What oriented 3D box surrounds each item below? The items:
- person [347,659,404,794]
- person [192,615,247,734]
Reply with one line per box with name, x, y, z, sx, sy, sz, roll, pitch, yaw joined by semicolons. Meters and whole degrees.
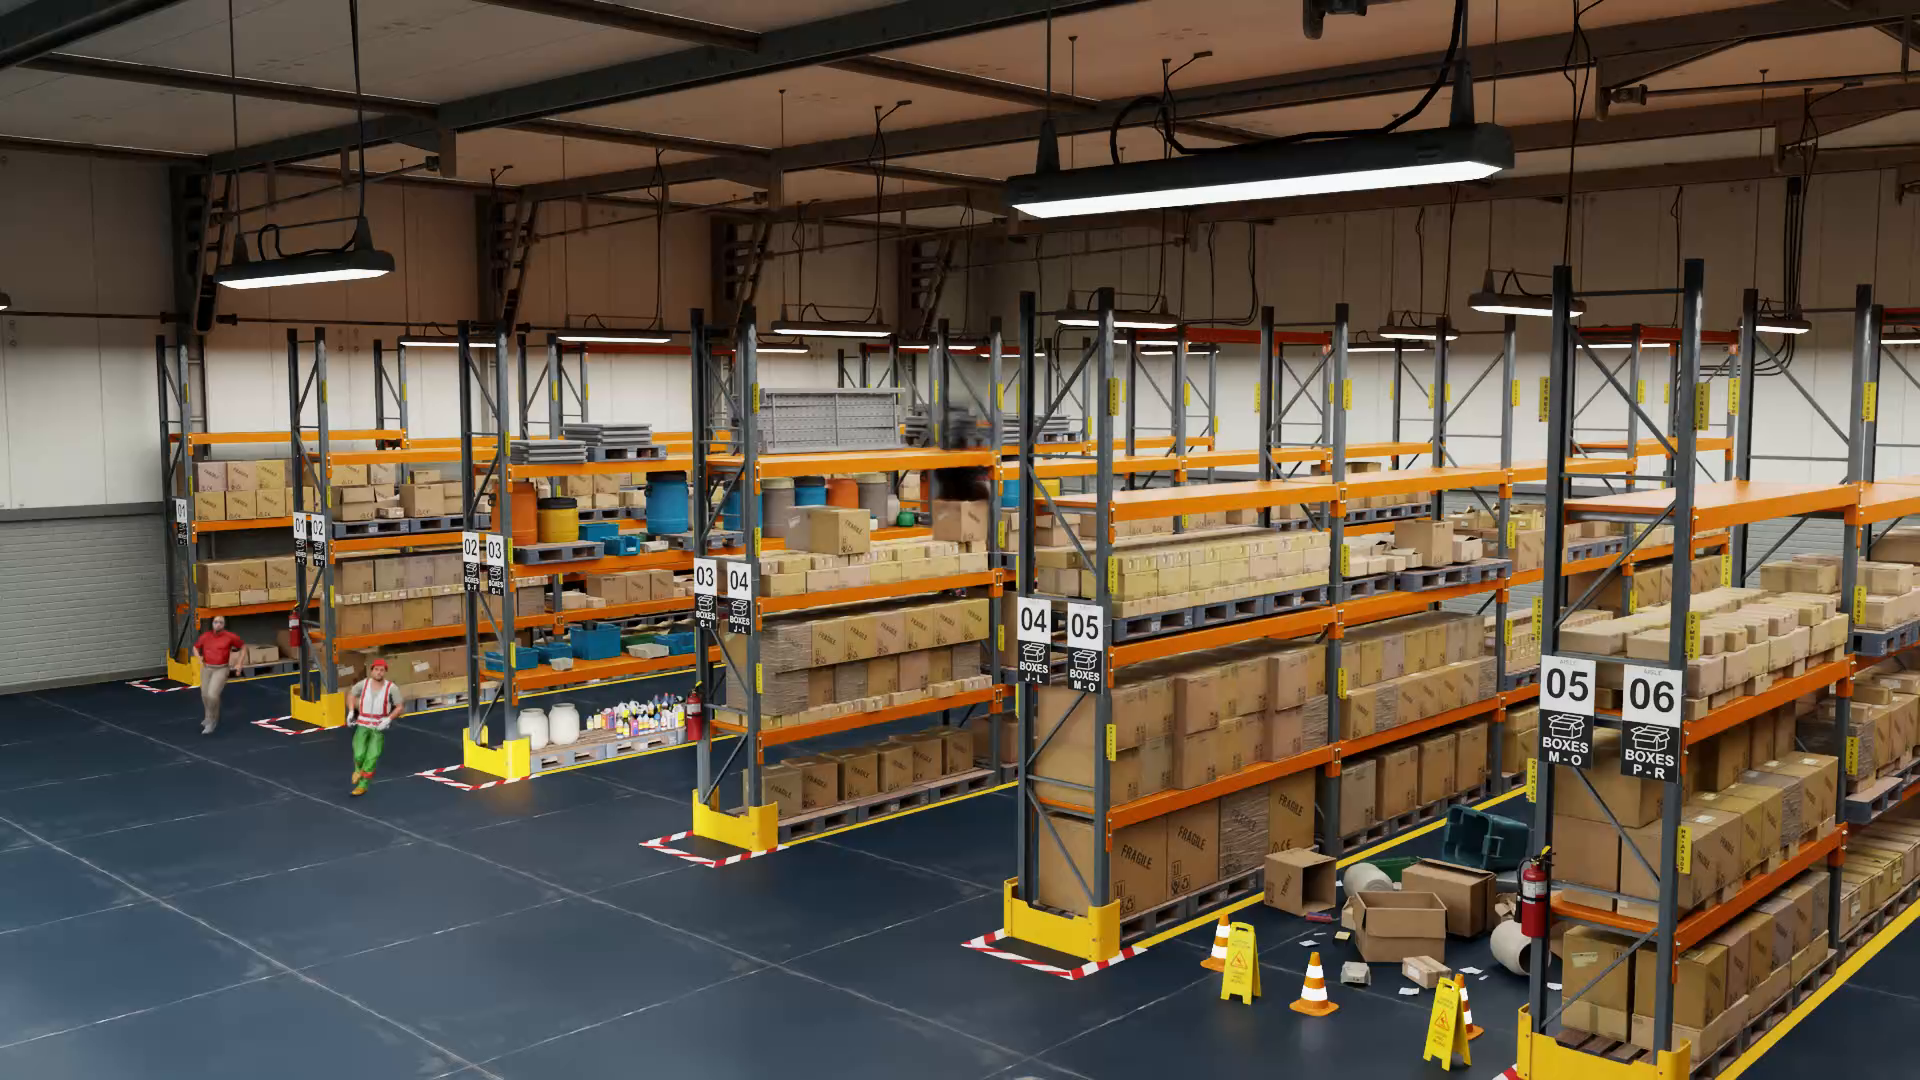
person;-7.352;2.349;20.904;0.686;1.712;0.538;-1;5;-11
person;-11.081;1.999;24.840;0.726;1.772;0.671;0;5;-1
